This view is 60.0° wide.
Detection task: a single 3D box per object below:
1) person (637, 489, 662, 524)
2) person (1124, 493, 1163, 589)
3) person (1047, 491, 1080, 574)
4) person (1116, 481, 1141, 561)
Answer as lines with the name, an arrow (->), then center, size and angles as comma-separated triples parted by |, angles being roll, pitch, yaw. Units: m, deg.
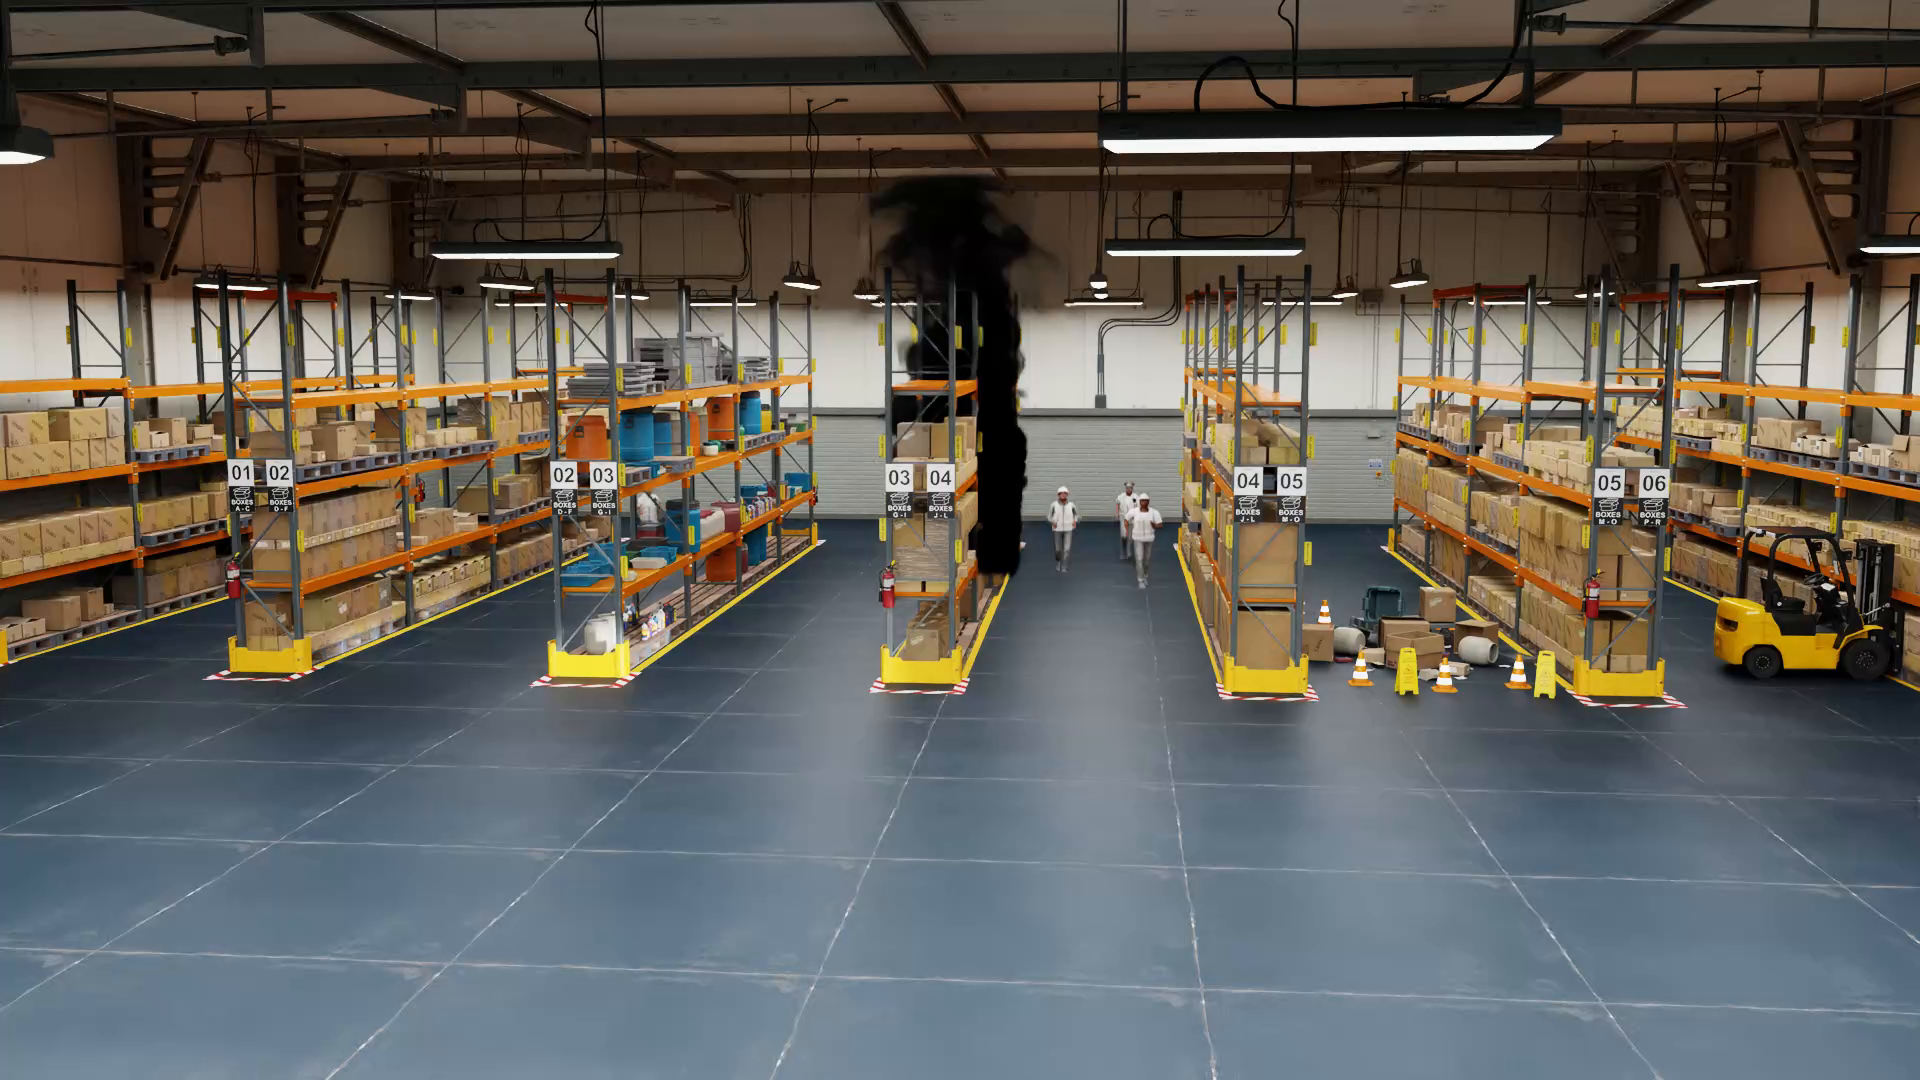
person -> -7.164, -0.506, 38.314 | 0.593, 1.566, 0.805 | -2, 7, -12
person -> 3.462, 0.023, 31.302 | 0.700, 1.804, 0.920 | 0, 7, -2
person -> 2.081, -0.173, 33.453 | 0.662, 1.688, 0.586 | 0, 7, 1
person -> 3.825, -0.426, 37.575 | 0.636, 1.821, 0.735 | 1, 7, 6
